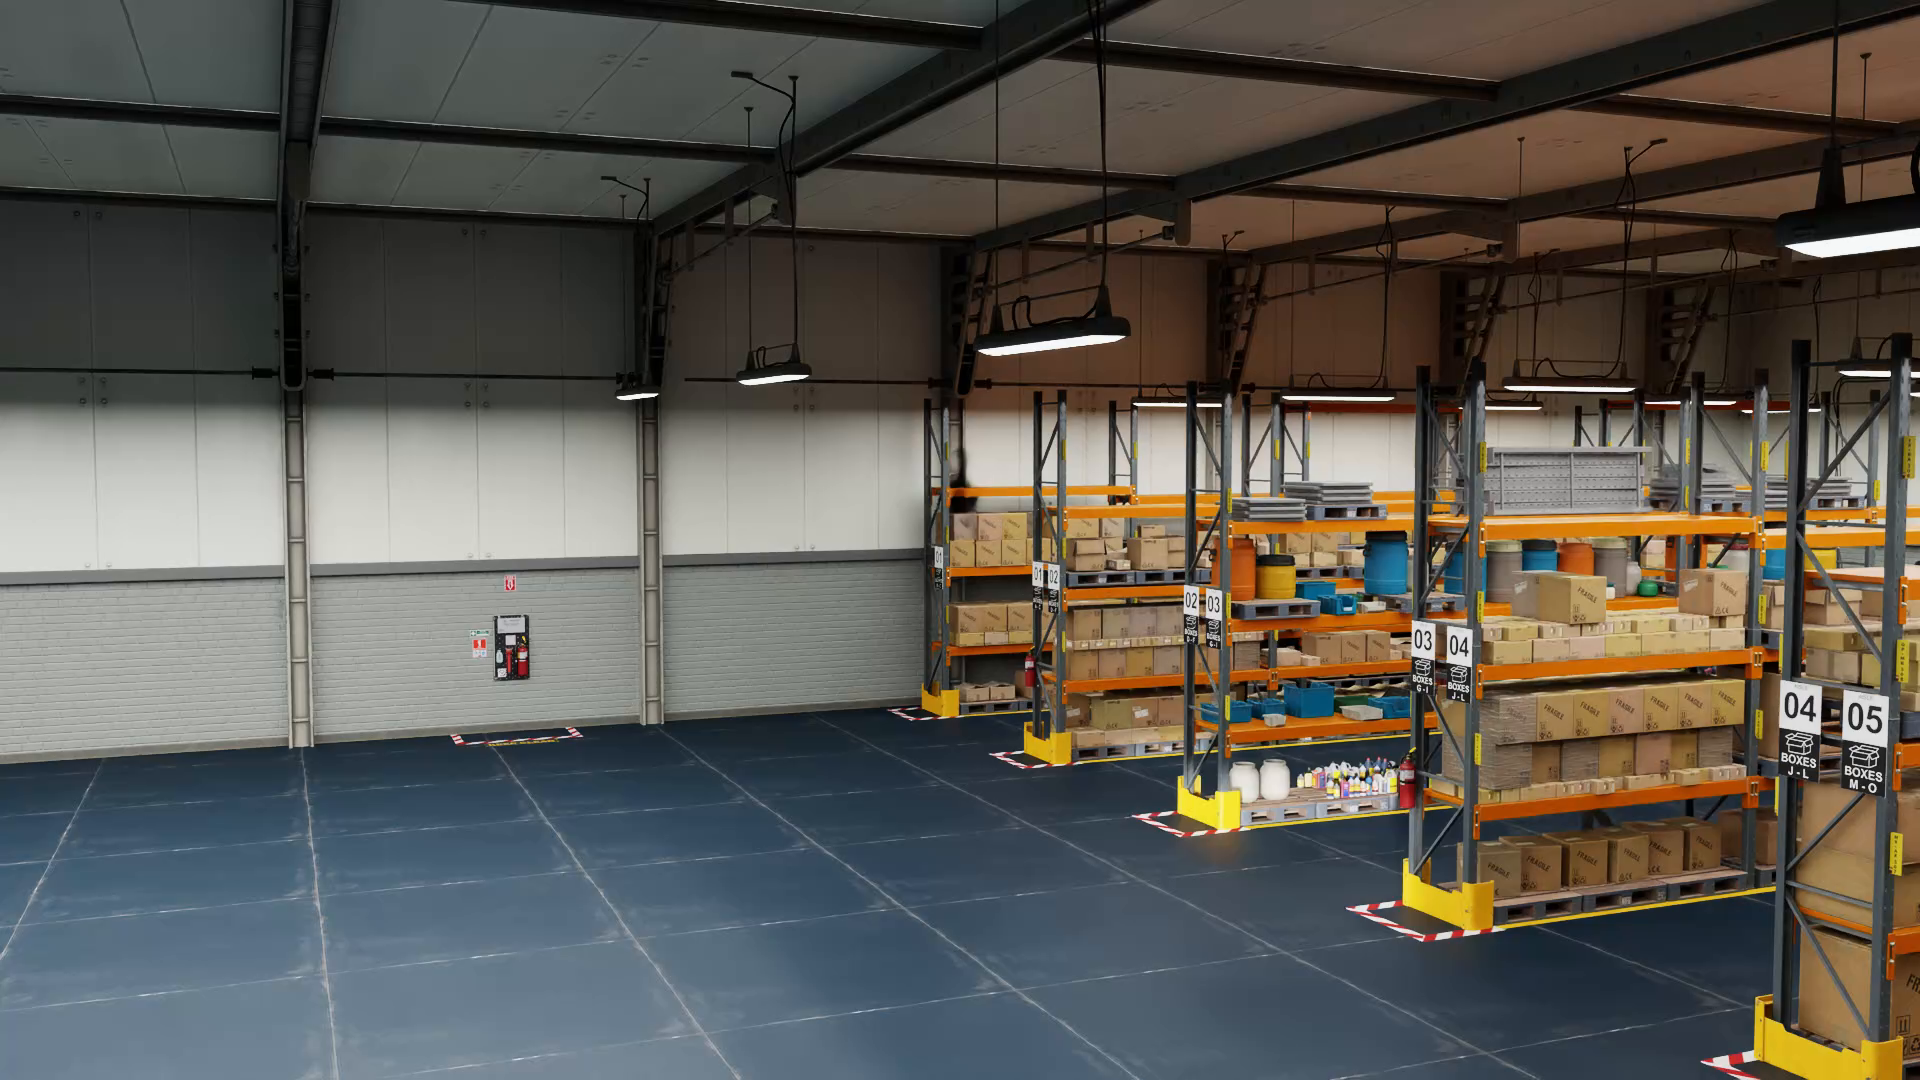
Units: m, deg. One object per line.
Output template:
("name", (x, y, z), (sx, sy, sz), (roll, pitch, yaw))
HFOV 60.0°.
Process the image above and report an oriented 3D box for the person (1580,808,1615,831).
("person", (8.008, 3.101, 20.951), (0.861, 1.691, 0.568), (-1, 4, -22))
